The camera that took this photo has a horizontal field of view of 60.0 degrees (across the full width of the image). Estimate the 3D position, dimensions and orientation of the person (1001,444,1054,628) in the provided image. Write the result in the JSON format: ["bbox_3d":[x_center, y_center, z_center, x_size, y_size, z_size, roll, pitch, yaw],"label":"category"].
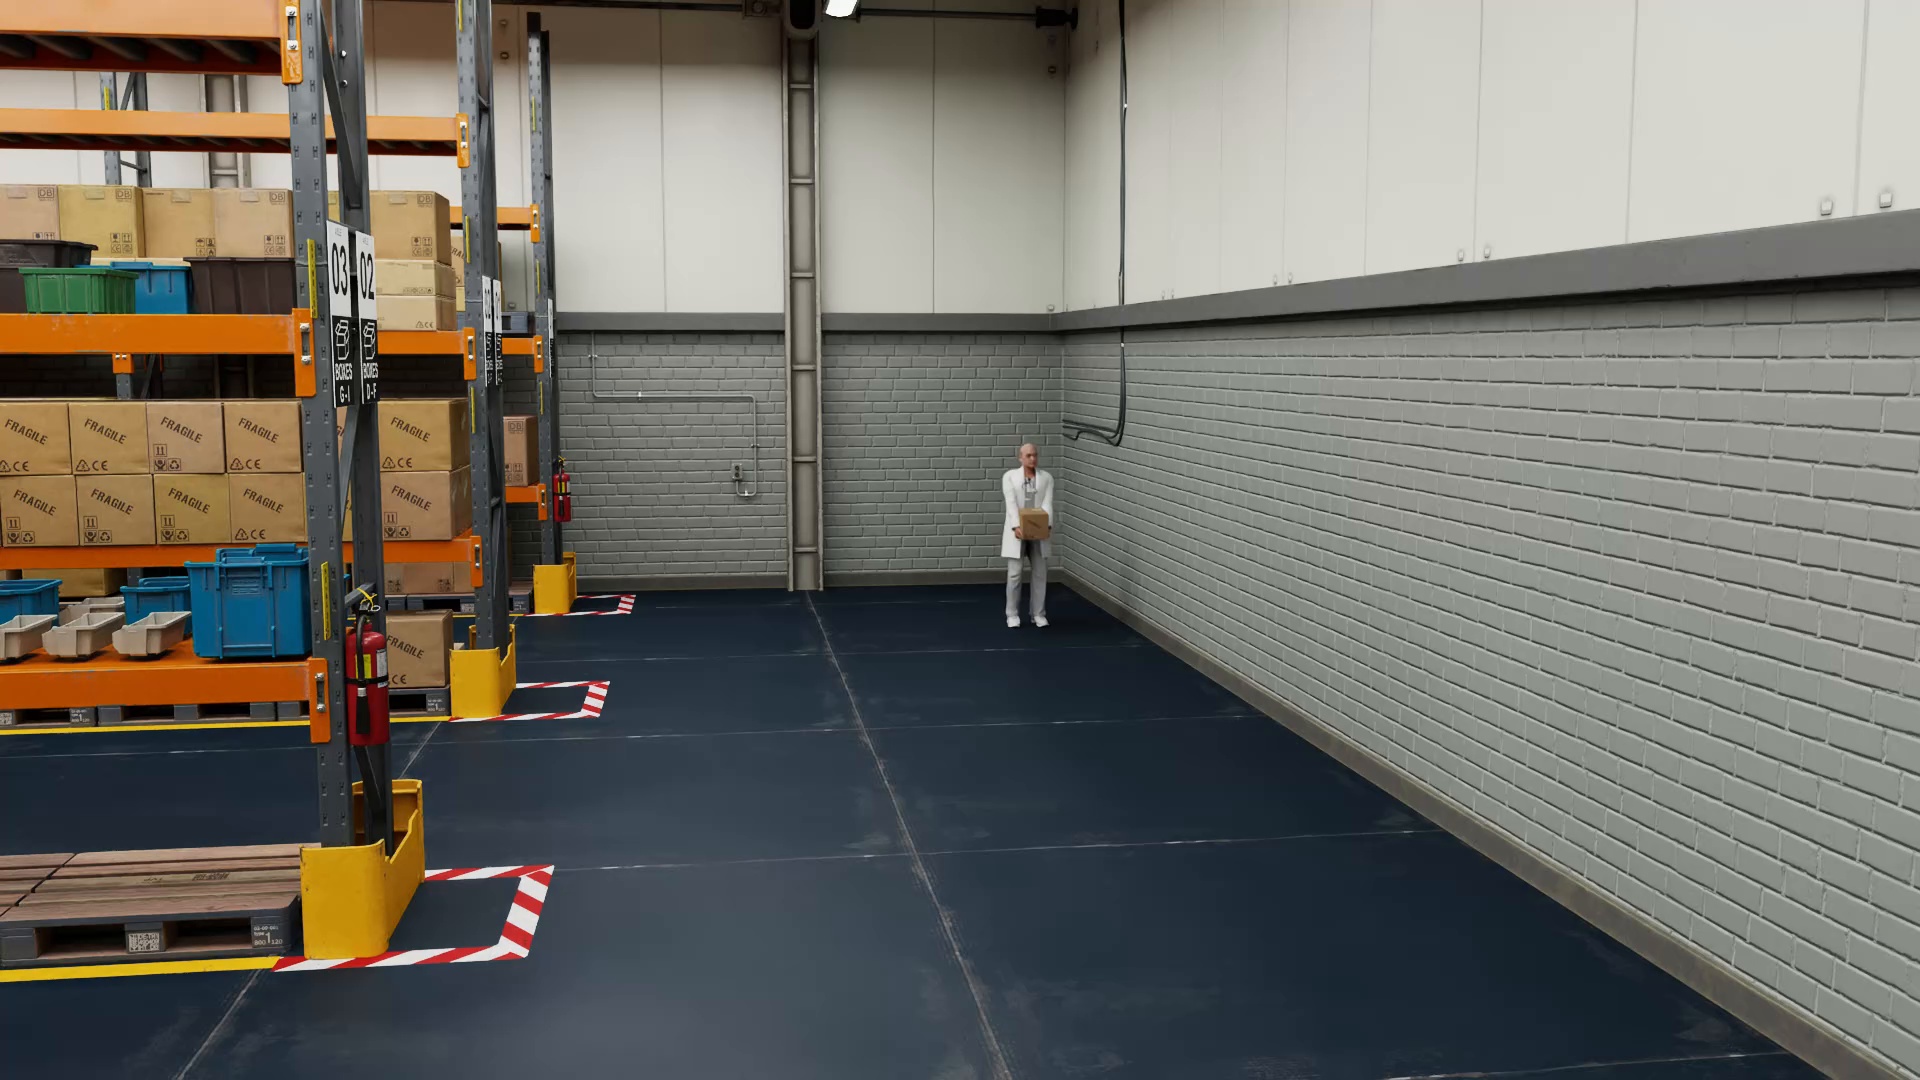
[{"bbox_3d":[0.673,-0.037,16.119,0.528,1.780,0.560,-1,6,-10],"label":"person"}]
